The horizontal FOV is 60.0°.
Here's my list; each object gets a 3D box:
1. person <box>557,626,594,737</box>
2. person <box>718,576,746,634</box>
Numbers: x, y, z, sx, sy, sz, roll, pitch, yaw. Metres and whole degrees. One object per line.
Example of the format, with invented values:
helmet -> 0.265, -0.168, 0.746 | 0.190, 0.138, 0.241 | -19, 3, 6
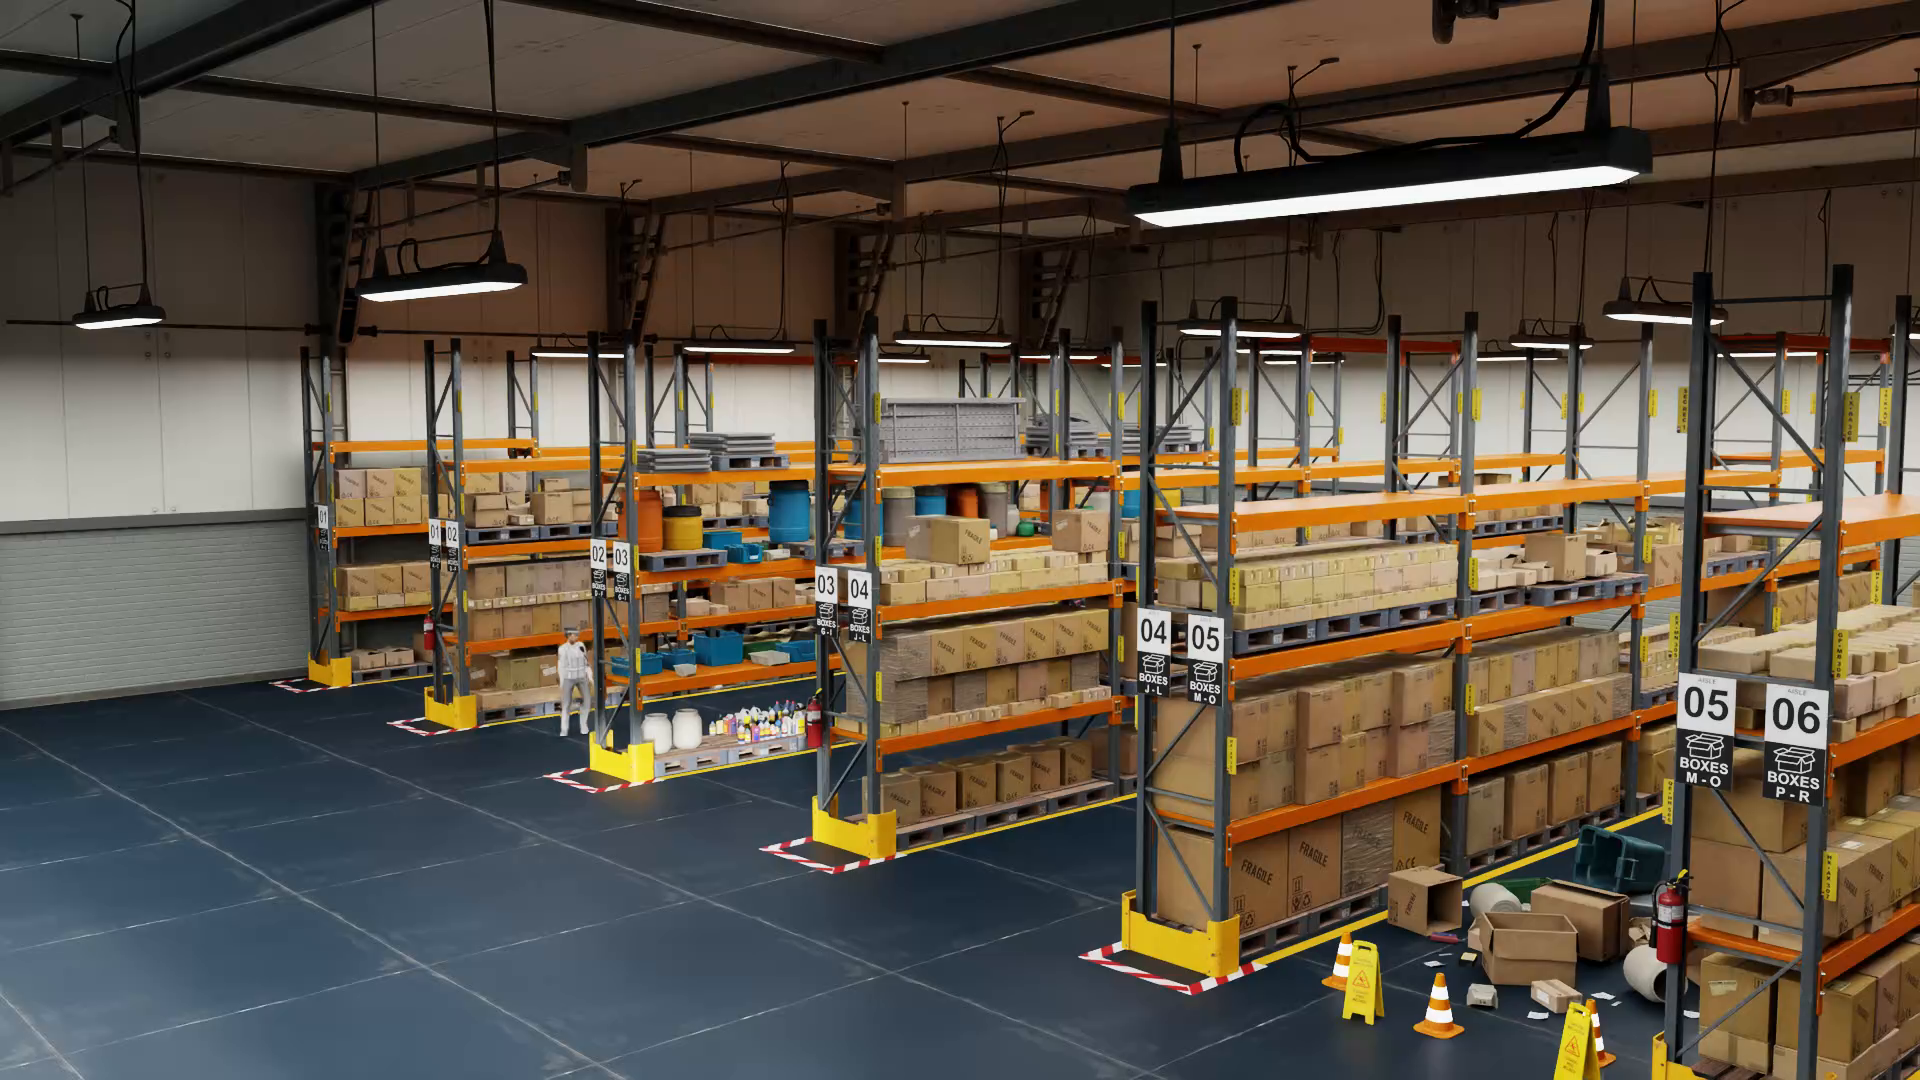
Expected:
person -> -5.817, 2.113, 25.091 | 0.526, 1.670, 0.373 | -4, 6, -37
person -> -4.324, 1.535, 31.655 | 0.586, 1.692, 0.487 | -1, 5, -10
